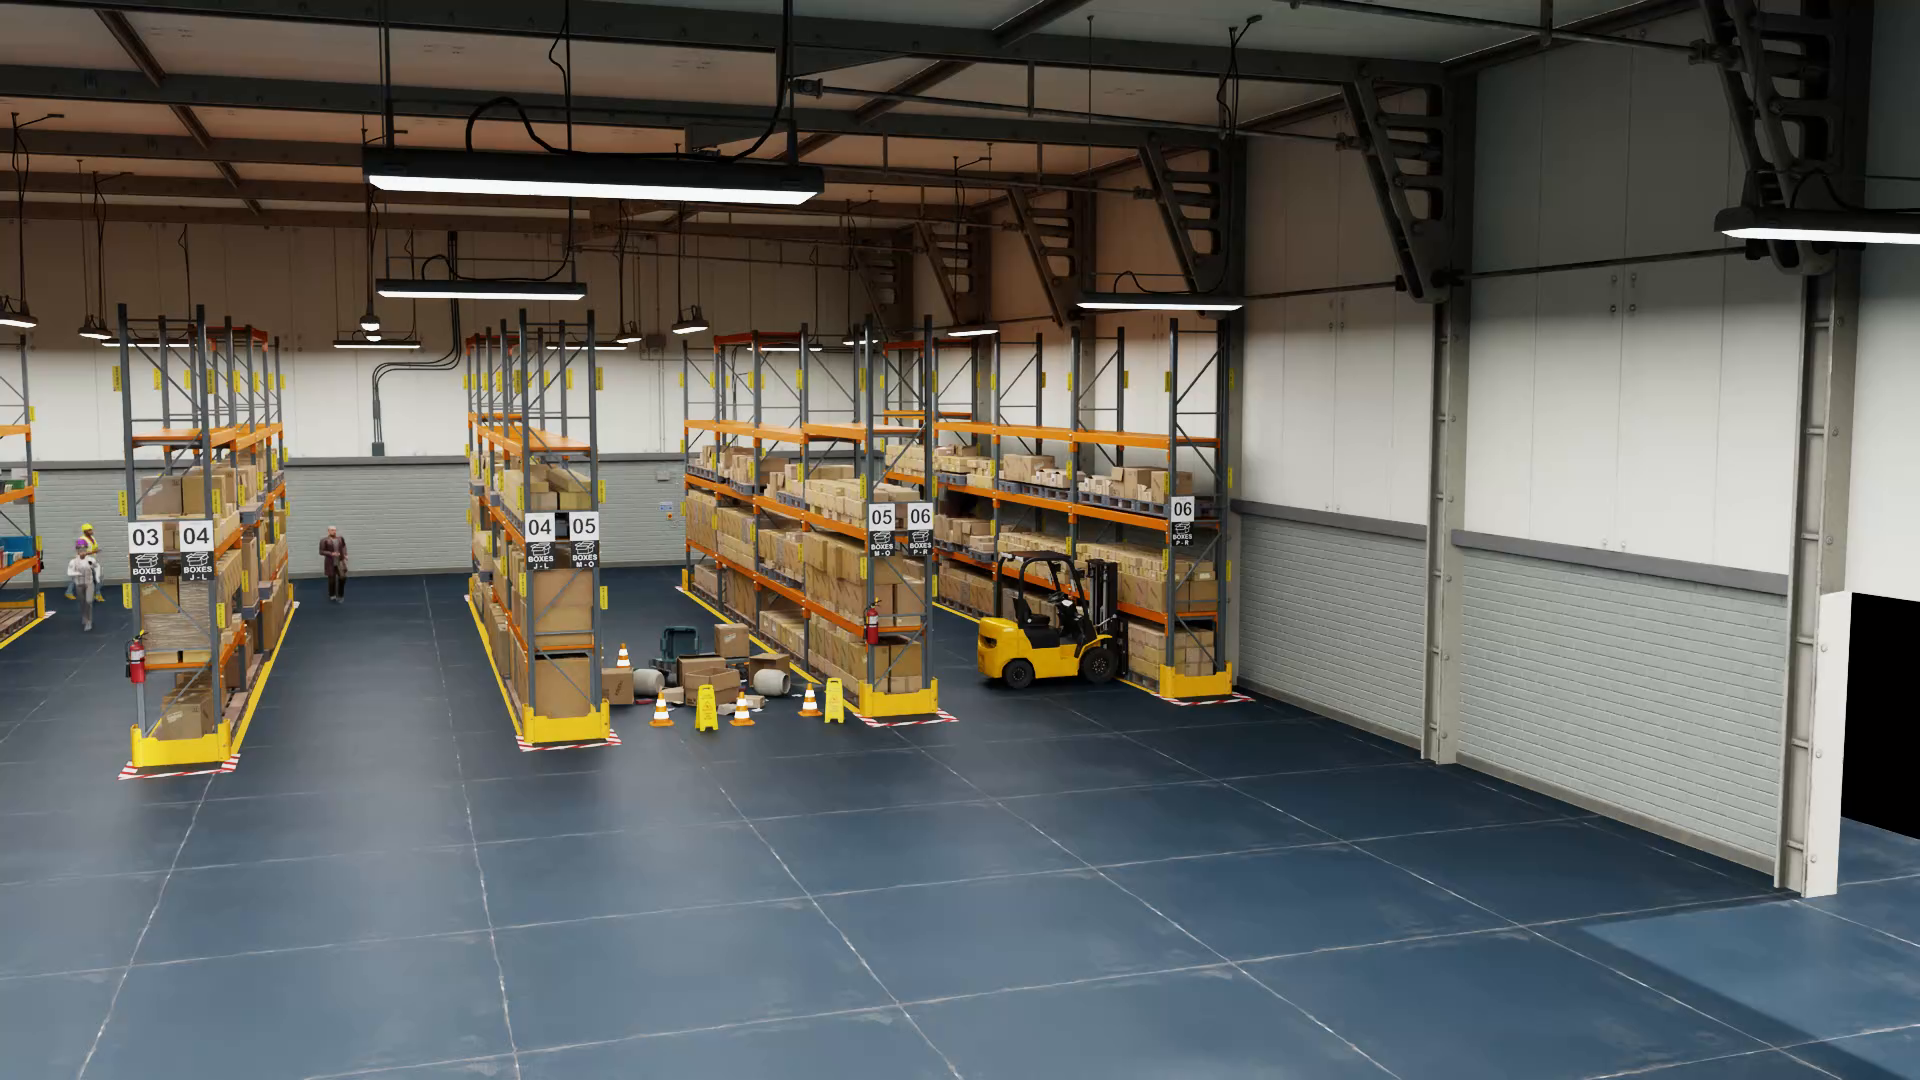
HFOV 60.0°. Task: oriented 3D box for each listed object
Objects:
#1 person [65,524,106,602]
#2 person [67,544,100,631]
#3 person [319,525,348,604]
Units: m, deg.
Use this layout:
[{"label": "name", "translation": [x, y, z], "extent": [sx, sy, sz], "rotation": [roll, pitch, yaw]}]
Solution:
[{"label": "person", "translation": [-19.902, 0.536, 37.880], "extent": [0.894, 1.813, 0.707], "rotation": [1, 5, 6]}, {"label": "person", "translation": [-17.837, 0.943, 33.868], "extent": [0.555, 1.739, 0.847], "rotation": [-2, 6, -21]}, {"label": "person", "translation": [-14.187, 0.572, 37.665], "extent": [0.667, 1.825, 0.835], "rotation": [-4, 7, -34]}]
